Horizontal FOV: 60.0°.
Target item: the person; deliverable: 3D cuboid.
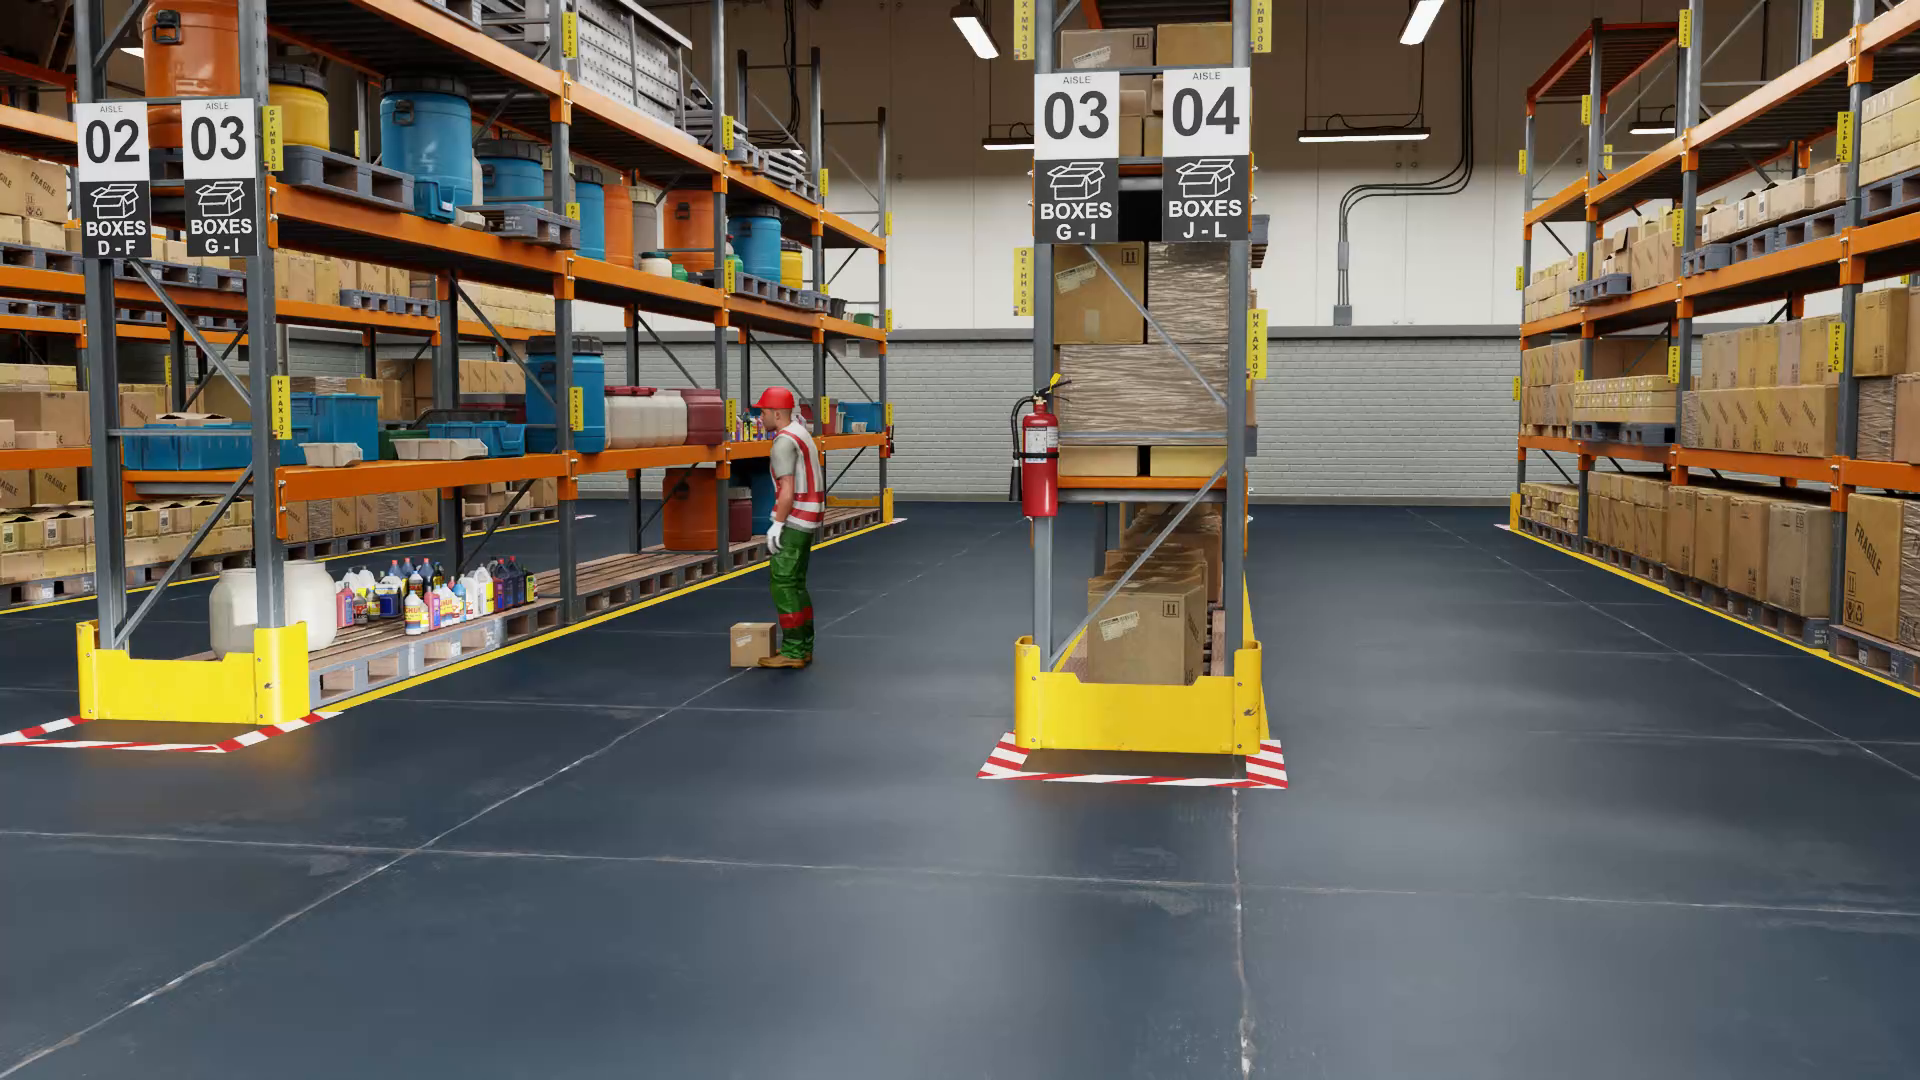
[{"bbox_3d":[-1.096,-0.086,10.602,0.453,1.778,0.604,1,4,8],"label":"person"}]
